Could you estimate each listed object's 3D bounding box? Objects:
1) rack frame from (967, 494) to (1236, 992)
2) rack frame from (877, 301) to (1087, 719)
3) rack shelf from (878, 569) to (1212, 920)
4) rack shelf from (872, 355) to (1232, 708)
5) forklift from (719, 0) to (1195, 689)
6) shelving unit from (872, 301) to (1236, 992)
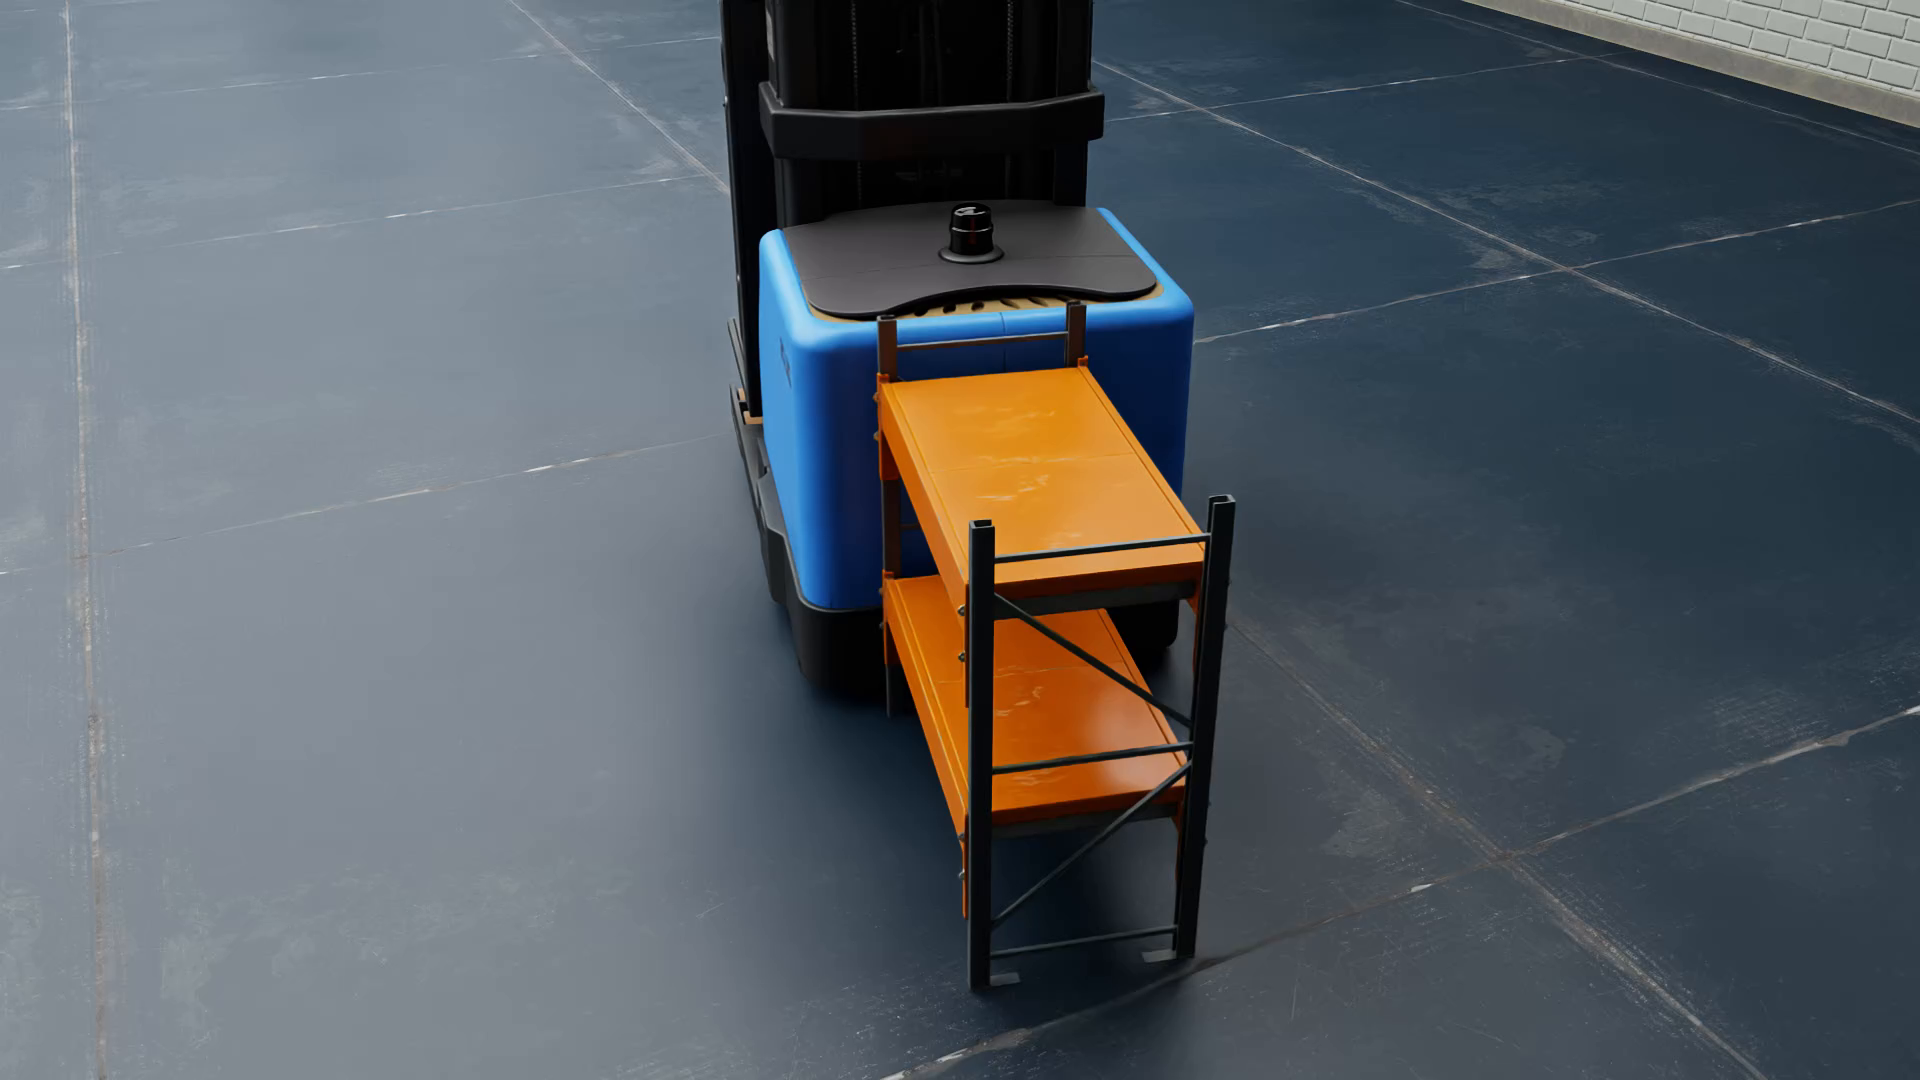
[{"bbox_3d":[0.263,0.438,3.319,0.500,1.125,0.032,-6,30,-10],"label":"rack frame"},{"bbox_3d":[0.053,-0.049,4.187,0.500,1.125,0.032,-6,30,-10],"label":"rack frame"},{"bbox_3d":[0.158,0.408,3.873,0.538,0.278,1.000,-6,30,-10],"label":"rack shelf"},{"bbox_3d":[0.158,-0.061,3.610,0.538,0.278,1.000,-6,30,-10],"label":"rack shelf"},{"bbox_3d":[-0.202,-1.589,5.087,1.130,2.935,3.031,-6,30,-10],"label":"forklift"},{"bbox_3d":[0.158,0.194,3.753,0.538,1.125,1.048,-6,30,-10],"label":"shelving unit"}]
